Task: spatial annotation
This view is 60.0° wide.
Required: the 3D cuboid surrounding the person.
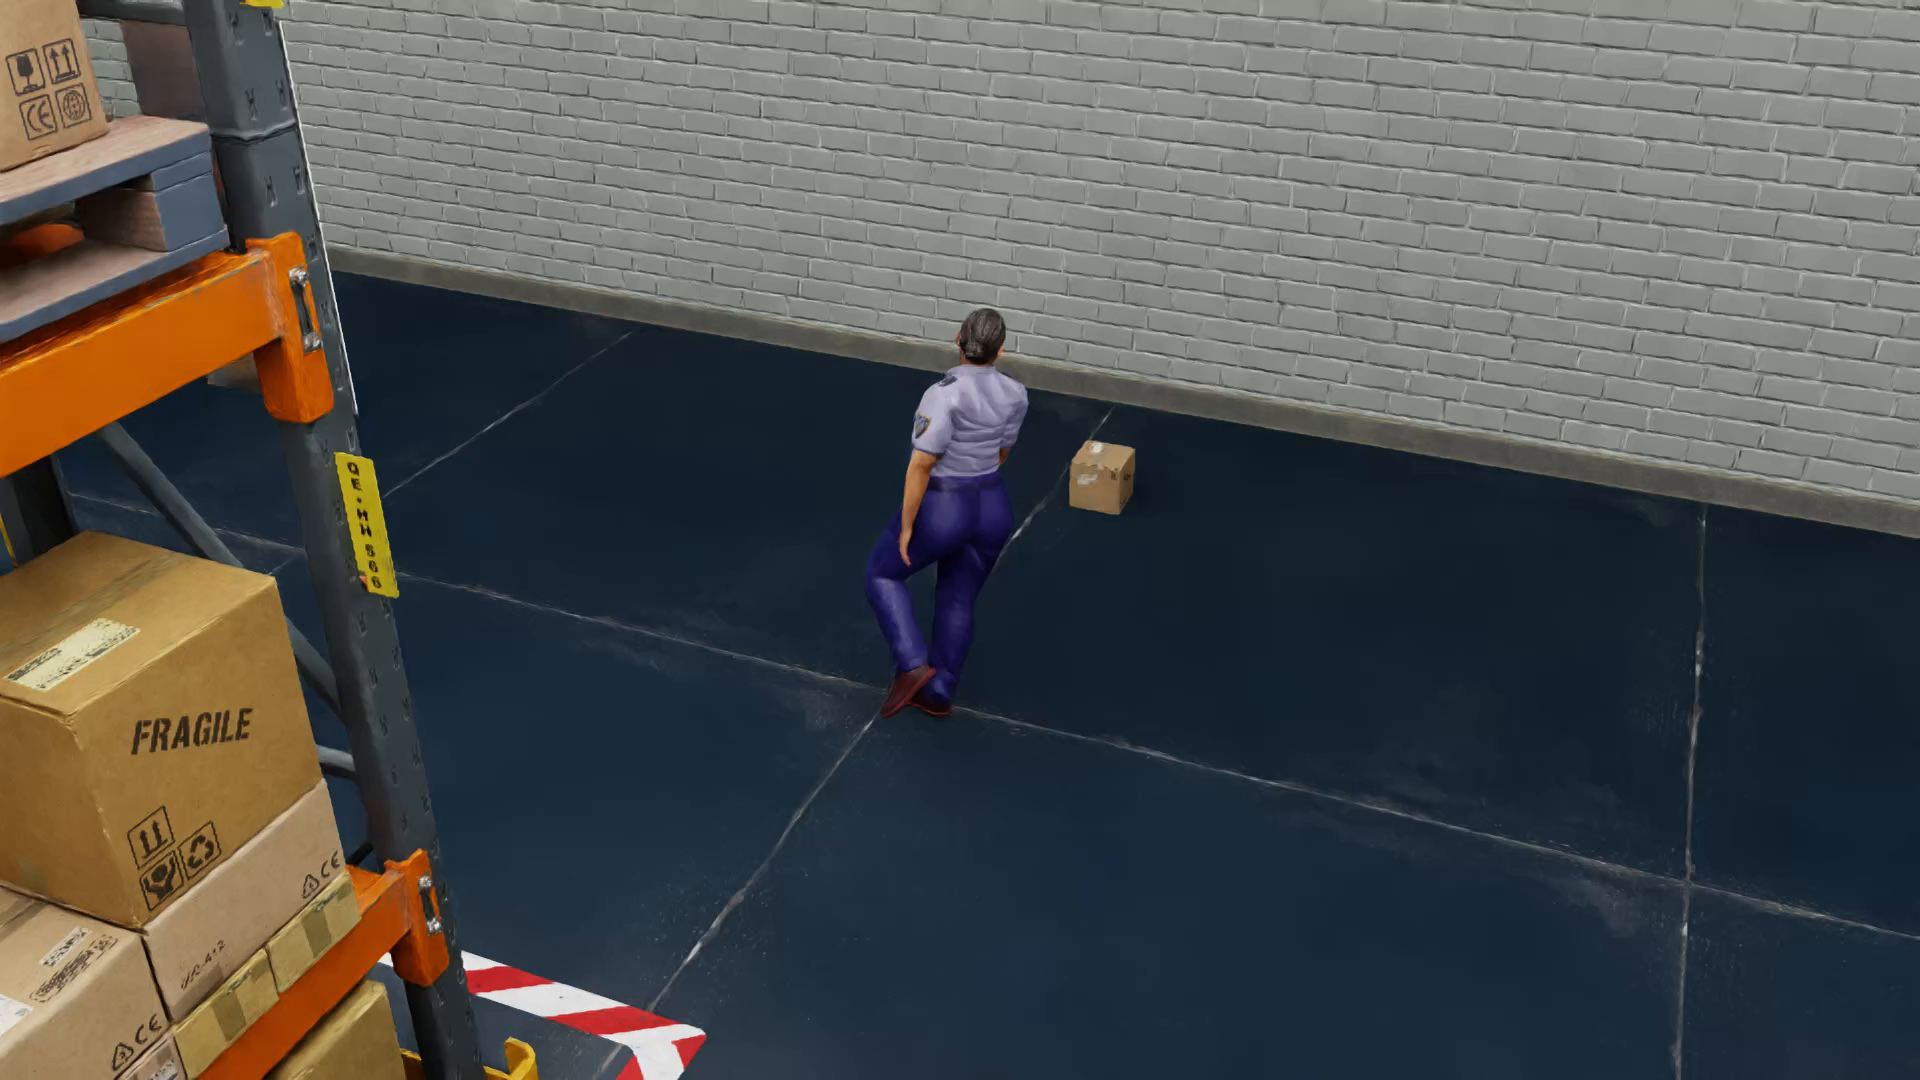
[{"bbox_3d":[-0.074,-0.081,6.290,0.698,1.606,0.490,-19,35,-29],"label":"person"}]
